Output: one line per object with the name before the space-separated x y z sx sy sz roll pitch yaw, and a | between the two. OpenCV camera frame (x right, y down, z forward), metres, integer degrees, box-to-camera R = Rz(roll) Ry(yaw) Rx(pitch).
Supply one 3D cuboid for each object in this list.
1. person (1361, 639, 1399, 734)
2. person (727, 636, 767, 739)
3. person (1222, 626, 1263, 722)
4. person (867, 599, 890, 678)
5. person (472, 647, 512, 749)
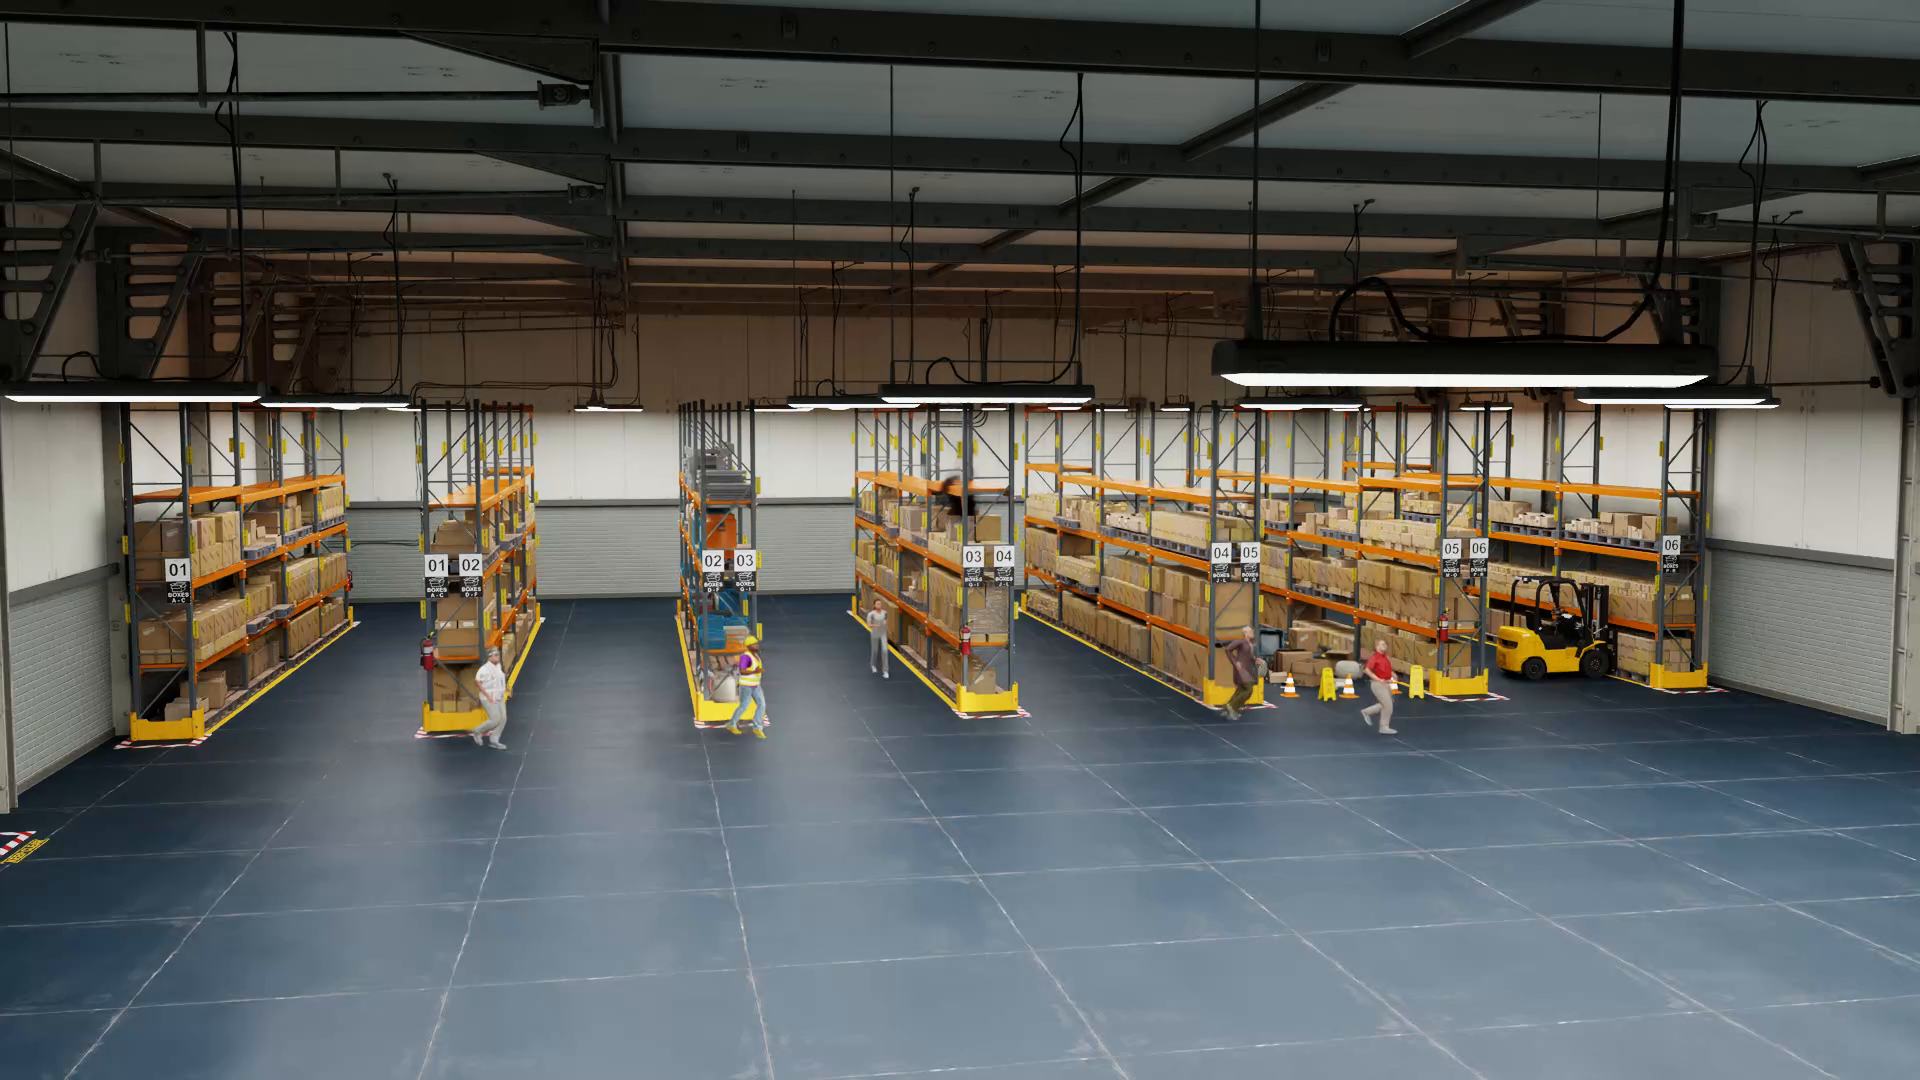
person | 7.535 2.624 29.920 0.732 1.678 0.669 3 5 37
person | -3.739 2.624 29.517 0.772 1.835 0.699 2 5 24
person | 5.334 2.500 31.249 0.722 1.754 0.731 3 5 35
person | -1.782 2.122 36.352 0.552 1.693 0.920 -1 5 -17
person | -8.053 2.703 28.571 0.598 1.760 0.683 1 4 16
